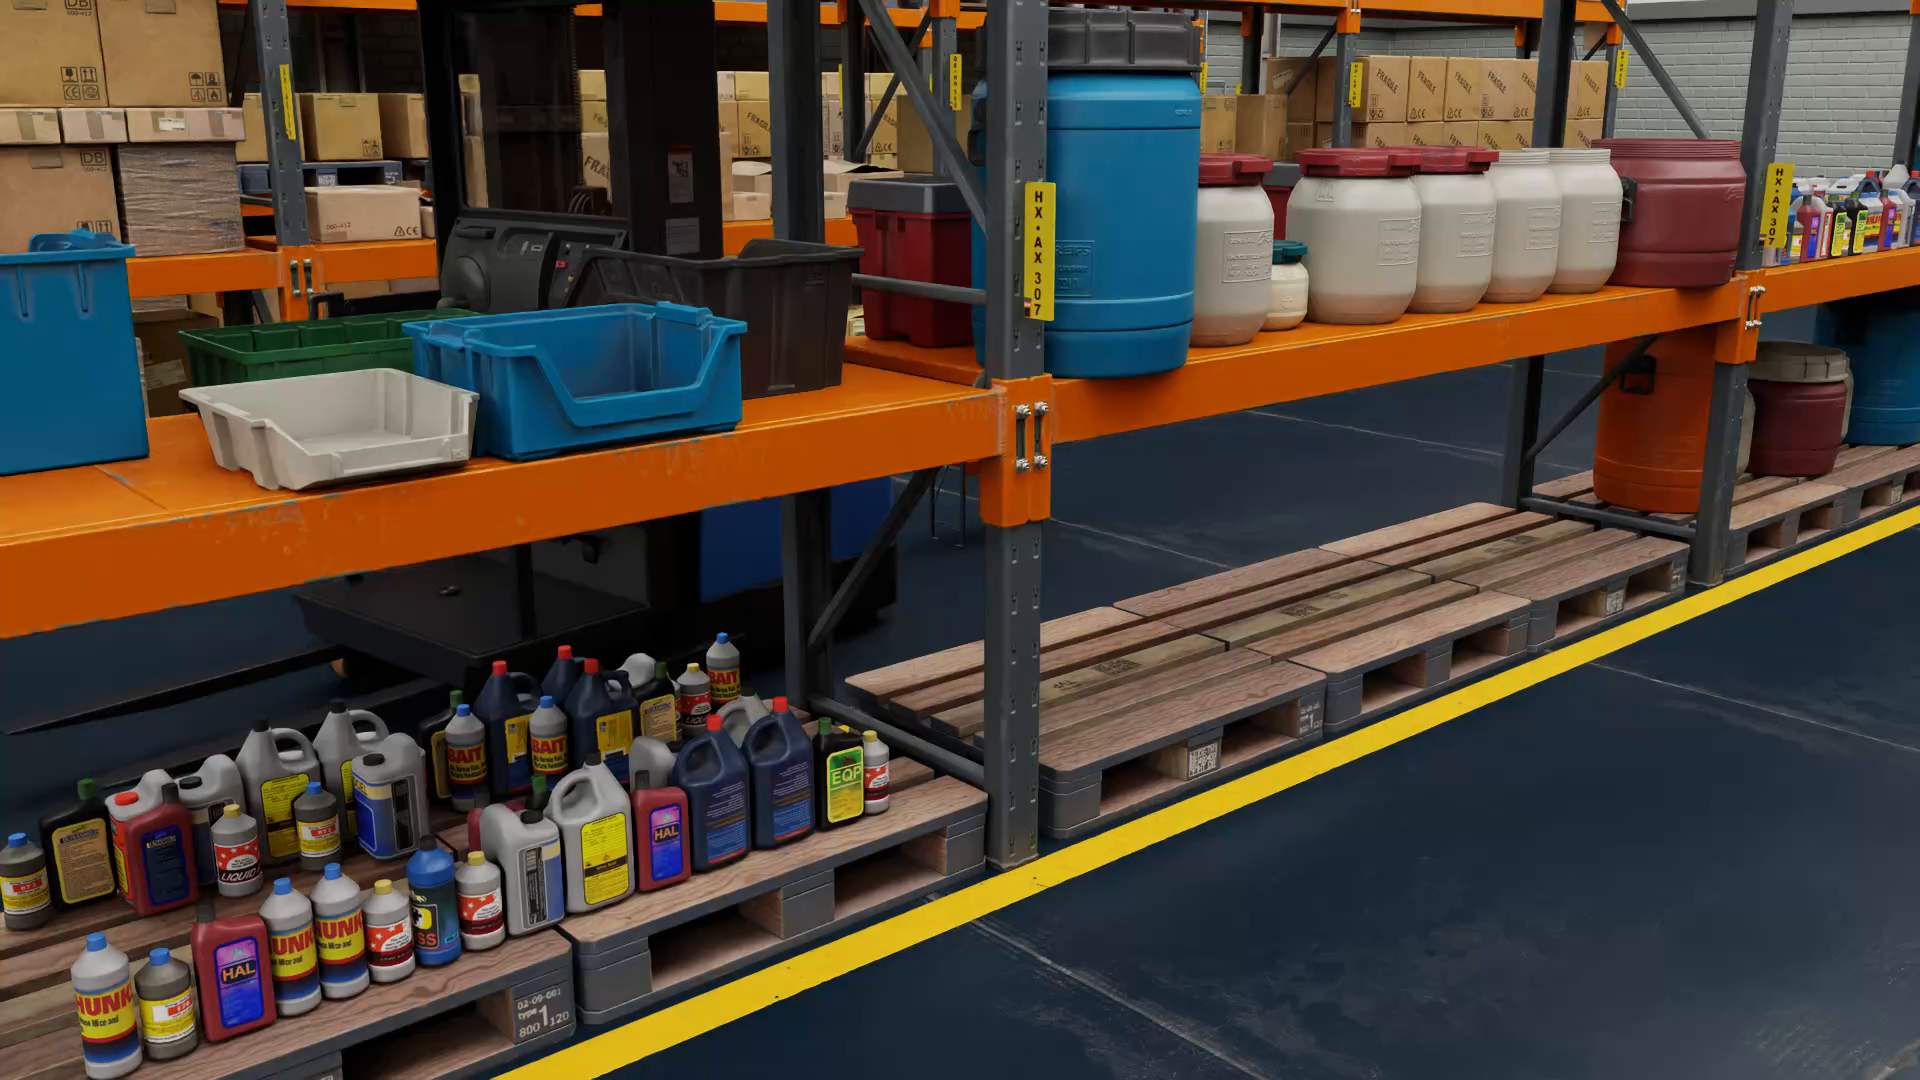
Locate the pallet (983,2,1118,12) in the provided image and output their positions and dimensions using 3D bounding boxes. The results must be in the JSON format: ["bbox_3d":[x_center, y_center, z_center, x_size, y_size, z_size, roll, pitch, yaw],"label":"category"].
[{"bbox_3d":[0.914,-5.702,17.643,1.213,0.211,1.003,-13,19,-39],"label":"pallet"}]

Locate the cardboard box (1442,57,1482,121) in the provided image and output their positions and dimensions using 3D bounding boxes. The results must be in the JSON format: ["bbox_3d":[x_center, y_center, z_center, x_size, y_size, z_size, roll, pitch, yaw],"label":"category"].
[{"bbox_3d":[3.942,-3.721,13.735,0.500,0.500,0.500,-13,20,-41],"label":"cardboard box"}]

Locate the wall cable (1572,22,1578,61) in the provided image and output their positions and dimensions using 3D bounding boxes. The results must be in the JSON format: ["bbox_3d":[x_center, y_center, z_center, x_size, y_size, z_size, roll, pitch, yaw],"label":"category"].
[{"bbox_3d":[6.889,-6.918,22.228,0.112,2.526,3.097,-13,19,-39],"label":"wall cable"}]

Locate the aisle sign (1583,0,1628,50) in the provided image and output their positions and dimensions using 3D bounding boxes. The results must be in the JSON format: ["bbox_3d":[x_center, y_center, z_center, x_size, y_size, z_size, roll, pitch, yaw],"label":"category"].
[{"bbox_3d":[5.895,-4.875,15.152,0.004,0.787,0.394,-13,19,-39],"label":"aisle sign"}]

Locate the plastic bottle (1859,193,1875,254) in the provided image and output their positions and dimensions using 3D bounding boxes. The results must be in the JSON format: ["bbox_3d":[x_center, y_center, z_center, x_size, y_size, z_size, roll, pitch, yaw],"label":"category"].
[{"bbox_3d":[4.124,-1.450,7.614,0.097,0.271,0.097,0,15,0],"label":"plastic bottle"}]

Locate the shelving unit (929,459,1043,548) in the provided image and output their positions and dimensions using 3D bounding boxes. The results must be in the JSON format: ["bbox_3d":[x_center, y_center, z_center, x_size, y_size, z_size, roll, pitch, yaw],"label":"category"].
[{"bbox_3d":[0.125,-0.608,7.700,0.503,1.200,0.258,-13,19,-39],"label":"shelving unit"}]

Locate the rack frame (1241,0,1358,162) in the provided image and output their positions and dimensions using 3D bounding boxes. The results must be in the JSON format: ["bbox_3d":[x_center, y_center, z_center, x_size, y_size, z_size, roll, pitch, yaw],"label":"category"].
[{"bbox_3d":[2.625,-2.990,13.130,0.127,3.000,1.000,-13,19,-39],"label":"rack frame"}]

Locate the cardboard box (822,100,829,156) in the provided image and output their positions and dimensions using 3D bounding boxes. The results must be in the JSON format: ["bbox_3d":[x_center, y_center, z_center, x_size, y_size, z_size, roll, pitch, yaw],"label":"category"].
[{"bbox_3d":[-1.576,-3.856,15.565,0.500,0.500,0.500,-13,19,-39],"label":"cardboard box"}]

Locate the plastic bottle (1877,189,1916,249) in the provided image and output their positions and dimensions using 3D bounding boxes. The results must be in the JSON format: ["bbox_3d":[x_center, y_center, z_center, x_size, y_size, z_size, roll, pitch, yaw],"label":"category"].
[{"bbox_3d":[4.441,-1.533,7.915,0.135,0.276,0.152,-13,19,-39],"label":"plastic bottle"}]

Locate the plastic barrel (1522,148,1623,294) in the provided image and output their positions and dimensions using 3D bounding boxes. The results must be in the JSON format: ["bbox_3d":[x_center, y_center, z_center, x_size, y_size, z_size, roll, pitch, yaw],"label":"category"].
[{"bbox_3d":[2.220,-1.185,6.158,0.421,0.512,0.421,0,15,0],"label":"plastic barrel"}]

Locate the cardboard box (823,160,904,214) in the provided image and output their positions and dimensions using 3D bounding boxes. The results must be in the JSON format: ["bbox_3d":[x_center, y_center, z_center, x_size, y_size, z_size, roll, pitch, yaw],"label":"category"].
[{"bbox_3d":[-0.696,-2.216,10.406,0.500,0.311,0.500,-11,19,-36],"label":"cardboard box"}]

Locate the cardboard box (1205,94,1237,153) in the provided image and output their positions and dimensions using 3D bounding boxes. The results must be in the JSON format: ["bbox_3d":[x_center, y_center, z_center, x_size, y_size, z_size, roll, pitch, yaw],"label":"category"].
[{"bbox_3d":[1.643,-3.075,12.443,0.500,0.500,0.700,-9,17,-31],"label":"cardboard box"}]

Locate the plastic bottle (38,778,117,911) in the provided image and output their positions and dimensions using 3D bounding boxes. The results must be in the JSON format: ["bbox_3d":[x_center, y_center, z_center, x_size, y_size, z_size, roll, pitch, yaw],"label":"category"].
[{"bbox_3d":[-2.005,0.688,3.773,0.133,0.283,0.061,-12,19,-38],"label":"plastic bottle"}]

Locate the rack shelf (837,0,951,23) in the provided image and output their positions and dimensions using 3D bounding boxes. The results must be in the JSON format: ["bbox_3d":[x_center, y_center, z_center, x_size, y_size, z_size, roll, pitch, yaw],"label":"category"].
[{"bbox_3d":[-1.902,-3.075,9.031,4.000,0.370,1.077,-13,19,-39],"label":"rack shelf"}]

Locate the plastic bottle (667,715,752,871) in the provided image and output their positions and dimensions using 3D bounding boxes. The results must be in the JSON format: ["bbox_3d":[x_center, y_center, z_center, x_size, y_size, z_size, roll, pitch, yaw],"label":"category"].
[{"bbox_3d":[-0.603,0.595,3.989,0.185,0.351,0.144,-14,20,-42],"label":"plastic bottle"}]

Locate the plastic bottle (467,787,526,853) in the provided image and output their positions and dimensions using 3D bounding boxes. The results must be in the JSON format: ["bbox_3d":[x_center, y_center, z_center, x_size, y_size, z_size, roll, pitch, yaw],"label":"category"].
[{"bbox_3d":[-1.042,0.689,3.770,0.133,0.283,0.061,-13,19,-39],"label":"plastic bottle"}]

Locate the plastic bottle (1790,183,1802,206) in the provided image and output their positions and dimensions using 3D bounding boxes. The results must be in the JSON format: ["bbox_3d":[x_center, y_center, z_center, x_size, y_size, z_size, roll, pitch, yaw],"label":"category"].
[{"bbox_3d":[4.243,-1.687,8.502,0.097,0.271,0.097,0,15,0],"label":"plastic bottle"}]

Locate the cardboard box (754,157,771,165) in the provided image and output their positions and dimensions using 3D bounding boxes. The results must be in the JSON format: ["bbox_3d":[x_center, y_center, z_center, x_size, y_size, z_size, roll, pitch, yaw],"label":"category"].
[{"bbox_3d":[-1.894,-3.480,15.413,0.250,0.149,0.380,-12,19,-38],"label":"cardboard box"}]

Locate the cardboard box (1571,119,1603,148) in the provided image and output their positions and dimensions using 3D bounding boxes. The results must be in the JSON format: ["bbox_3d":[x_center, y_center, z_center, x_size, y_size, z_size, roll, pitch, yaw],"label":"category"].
[{"bbox_3d":[5.483,-3.587,15.172,0.500,0.500,0.500,-12,19,-38],"label":"cardboard box"}]

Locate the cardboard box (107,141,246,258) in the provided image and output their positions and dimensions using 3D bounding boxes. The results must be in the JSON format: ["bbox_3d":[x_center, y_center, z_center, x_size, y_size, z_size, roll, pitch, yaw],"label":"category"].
[{"bbox_3d":[-3.741,-1.606,7.758,0.500,0.500,0.700,-13,20,-41],"label":"cardboard box"}]

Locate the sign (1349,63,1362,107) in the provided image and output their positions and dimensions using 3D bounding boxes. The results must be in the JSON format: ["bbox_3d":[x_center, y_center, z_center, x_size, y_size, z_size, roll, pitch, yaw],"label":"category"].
[{"bbox_3d":[2.992,-3.442,12.579,0.005,0.325,0.100,-13,19,-39],"label":"sign"}]

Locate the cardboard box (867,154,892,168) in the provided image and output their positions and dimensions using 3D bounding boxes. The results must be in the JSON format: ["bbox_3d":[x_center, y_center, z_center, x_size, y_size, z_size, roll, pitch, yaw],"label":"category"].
[{"bbox_3d":[-0.874,-3.682,16.170,0.250,0.149,0.380,-12,19,-38],"label":"cardboard box"}]

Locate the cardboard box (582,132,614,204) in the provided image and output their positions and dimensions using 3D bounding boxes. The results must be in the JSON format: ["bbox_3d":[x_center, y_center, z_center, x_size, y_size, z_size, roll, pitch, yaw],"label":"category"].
[{"bbox_3d":[-2.045,-1.984,9.171,0.500,0.500,0.500,-13,19,-39],"label":"cardboard box"}]

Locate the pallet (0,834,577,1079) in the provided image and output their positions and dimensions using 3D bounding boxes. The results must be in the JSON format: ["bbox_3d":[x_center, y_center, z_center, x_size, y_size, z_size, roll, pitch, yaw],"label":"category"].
[{"bbox_3d":[-1.616,0.991,3.631,1.213,0.211,1.003,-13,19,-39],"label":"pallet"}]

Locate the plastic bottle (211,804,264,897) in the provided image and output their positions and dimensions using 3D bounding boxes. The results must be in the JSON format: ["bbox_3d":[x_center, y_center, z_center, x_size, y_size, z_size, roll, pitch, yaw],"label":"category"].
[{"bbox_3d":[-1.673,0.711,3.845,0.097,0.201,0.097,0,15,0],"label":"plastic bottle"}]

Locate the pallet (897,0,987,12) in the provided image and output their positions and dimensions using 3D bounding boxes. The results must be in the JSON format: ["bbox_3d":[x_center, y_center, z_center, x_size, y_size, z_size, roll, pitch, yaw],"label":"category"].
[{"bbox_3d":[-0.006,-5.496,16.874,1.213,0.211,1.003,-13,19,-39],"label":"pallet"}]

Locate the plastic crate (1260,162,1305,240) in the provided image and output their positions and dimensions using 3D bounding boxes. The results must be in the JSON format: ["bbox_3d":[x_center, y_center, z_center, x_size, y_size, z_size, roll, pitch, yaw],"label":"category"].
[{"bbox_3d":[1.436,-1.164,6.171,0.583,0.464,0.402,-13,19,-39],"label":"plastic crate"}]

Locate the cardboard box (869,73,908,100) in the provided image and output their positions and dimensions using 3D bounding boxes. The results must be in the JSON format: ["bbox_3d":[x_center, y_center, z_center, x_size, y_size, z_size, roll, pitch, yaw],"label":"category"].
[{"bbox_3d":[-0.814,-4.389,16.105,0.500,0.250,0.500,-12,19,-38],"label":"cardboard box"}]

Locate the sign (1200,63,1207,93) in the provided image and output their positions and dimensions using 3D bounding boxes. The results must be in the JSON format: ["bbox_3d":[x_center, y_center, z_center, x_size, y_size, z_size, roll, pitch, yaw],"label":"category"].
[{"bbox_3d":[2.733,-5.197,18.691,0.005,0.325,0.100,-13,19,-39],"label":"sign"}]

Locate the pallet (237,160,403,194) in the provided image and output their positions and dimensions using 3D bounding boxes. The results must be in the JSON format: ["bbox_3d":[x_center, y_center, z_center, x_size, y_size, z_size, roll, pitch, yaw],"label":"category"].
[{"bbox_3d":[-5.114,-2.840,12.941,1.213,0.211,1.003,-13,19,-39],"label":"pallet"}]

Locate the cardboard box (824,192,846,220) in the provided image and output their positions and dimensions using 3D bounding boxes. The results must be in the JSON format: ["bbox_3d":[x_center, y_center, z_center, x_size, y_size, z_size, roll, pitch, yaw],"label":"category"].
[{"bbox_3d":[-0.890,-1.985,9.854,0.250,0.149,0.380,-13,19,-39],"label":"cardboard box"}]

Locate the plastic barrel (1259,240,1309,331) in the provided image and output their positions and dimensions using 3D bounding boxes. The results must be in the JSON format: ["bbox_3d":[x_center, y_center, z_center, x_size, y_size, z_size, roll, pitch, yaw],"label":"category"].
[{"bbox_3d":[0.937,-0.797,5.189,0.301,0.262,0.301,0,15,0],"label":"plastic barrel"}]

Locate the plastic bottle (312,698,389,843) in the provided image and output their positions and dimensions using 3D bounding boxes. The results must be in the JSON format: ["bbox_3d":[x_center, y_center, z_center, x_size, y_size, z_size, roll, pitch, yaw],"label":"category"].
[{"bbox_3d":[-1.506,0.558,4.130,0.185,0.351,0.144,-13,20,-40],"label":"plastic bottle"}]

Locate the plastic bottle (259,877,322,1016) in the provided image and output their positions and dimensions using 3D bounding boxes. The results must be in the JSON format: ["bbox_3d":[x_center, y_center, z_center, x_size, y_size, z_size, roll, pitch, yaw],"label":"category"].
[{"bbox_3d":[-1.348,0.809,3.343,0.097,0.271,0.097,0,15,0],"label":"plastic bottle"}]

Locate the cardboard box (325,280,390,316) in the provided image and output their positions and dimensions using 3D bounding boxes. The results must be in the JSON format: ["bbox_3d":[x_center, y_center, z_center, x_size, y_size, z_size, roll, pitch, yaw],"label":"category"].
[{"bbox_3d":[-4.978,-1.994,13.395,0.500,0.500,0.700,-13,20,-40],"label":"cardboard box"}]

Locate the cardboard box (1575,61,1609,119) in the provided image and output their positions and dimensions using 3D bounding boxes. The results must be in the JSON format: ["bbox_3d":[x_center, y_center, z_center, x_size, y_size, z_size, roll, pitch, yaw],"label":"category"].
[{"bbox_3d":[5.487,-4.070,15.042,0.500,0.500,0.500,-13,20,-40],"label":"cardboard box"}]

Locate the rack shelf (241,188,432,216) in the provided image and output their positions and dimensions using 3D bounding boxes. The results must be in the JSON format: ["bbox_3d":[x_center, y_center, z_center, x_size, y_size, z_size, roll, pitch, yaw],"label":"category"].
[{"bbox_3d":[-5.156,-2.589,13.026,4.000,0.370,1.077,-13,19,-39],"label":"rack shelf"}]

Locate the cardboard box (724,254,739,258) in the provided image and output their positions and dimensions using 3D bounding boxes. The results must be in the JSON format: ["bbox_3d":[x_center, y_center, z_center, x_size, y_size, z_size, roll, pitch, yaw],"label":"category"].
[{"bbox_3d":[-2.342,-2.686,15.346,0.750,0.750,0.750,-13,20,-40],"label":"cardboard box"}]

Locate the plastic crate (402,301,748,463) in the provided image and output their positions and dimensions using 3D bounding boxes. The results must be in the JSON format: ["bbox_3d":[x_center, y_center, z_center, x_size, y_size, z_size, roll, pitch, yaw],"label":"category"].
[{"bbox_3d":[-0.818,-0.357,3.563,0.616,0.251,0.499,-13,19,-39],"label":"plastic crate"}]

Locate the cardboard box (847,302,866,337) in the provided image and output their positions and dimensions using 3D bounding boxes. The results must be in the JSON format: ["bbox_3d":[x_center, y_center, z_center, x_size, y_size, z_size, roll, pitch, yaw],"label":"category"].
[{"bbox_3d":[-0.626,-1.321,10.310,0.500,0.311,0.500,-12,19,-38],"label":"cardboard box"}]

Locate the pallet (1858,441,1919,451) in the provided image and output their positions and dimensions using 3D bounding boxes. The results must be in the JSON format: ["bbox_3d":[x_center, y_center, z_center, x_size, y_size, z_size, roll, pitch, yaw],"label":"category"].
[{"bbox_3d":[5.264,-0.555,9.419,1.213,0.211,1.003,-13,19,-39],"label":"pallet"}]

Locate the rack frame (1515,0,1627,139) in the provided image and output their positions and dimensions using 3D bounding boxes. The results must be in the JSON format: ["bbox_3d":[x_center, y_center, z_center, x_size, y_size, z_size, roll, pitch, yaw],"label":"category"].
[{"bbox_3d":[5.642,-3.667,15.667,0.127,3.000,1.000,-13,19,-39],"label":"rack frame"}]

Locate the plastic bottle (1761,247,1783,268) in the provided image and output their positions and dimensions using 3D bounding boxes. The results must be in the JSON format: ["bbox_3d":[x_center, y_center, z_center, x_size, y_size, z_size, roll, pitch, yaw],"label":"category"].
[{"bbox_3d":[3.394,-1.298,7.036,0.135,0.276,0.152,-13,19,-39],"label":"plastic bottle"}]

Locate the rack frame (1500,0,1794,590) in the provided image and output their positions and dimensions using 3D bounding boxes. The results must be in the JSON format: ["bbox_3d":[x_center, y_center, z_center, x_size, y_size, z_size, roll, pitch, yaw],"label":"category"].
[{"bbox_3d":[2.856,-1.347,6.981,0.127,3.000,1.000,-13,19,-39],"label":"rack frame"}]

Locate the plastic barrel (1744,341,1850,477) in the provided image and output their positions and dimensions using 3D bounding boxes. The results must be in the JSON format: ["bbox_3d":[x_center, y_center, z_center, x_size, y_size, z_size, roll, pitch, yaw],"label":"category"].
[{"bbox_3d":[4.066,-0.662,8.277,0.708,0.588,0.600,-13,19,-39],"label":"plastic barrel"}]

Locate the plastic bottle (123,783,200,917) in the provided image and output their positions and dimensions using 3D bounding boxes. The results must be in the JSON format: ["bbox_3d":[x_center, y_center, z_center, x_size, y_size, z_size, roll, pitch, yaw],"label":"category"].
[{"bbox_3d":[-1.803,0.695,3.748,0.133,0.283,0.061,-13,19,-39],"label":"plastic bottle"}]

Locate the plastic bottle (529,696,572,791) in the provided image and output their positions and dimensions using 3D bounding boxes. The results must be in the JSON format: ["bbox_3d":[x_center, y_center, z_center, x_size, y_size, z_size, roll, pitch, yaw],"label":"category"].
[{"bbox_3d":[-1.073,0.540,4.350,0.097,0.271,0.097,0,15,0],"label":"plastic bottle"}]

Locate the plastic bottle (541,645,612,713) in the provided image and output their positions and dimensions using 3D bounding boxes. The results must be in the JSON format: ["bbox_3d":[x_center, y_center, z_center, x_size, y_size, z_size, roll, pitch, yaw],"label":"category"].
[{"bbox_3d":[-1.043,0.454,4.520,0.185,0.351,0.144,-12,19,-38],"label":"plastic bottle"}]

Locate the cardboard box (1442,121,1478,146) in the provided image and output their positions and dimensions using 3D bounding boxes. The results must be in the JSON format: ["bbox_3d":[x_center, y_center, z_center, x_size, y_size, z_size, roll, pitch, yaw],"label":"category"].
[{"bbox_3d":[3.951,-3.243,13.885,0.500,0.500,0.500,-13,20,-40],"label":"cardboard box"}]

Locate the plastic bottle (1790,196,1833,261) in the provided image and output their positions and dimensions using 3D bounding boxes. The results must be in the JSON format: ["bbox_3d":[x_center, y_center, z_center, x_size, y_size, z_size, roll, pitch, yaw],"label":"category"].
[{"bbox_3d":[3.743,-1.376,7.329,0.135,0.276,0.152,-13,19,-39],"label":"plastic bottle"}]

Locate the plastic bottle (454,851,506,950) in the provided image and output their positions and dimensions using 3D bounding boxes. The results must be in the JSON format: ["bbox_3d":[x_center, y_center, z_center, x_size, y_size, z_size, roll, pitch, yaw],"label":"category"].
[{"bbox_3d":[-1.043,0.774,3.608,0.097,0.201,0.097,0,15,0],"label":"plastic bottle"}]

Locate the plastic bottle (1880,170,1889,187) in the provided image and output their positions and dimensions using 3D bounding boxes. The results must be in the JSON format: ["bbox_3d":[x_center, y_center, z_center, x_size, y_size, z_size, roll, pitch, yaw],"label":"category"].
[{"bbox_3d":[5.317,-1.989,9.611,0.133,0.283,0.061,-13,19,-39],"label":"plastic bottle"}]

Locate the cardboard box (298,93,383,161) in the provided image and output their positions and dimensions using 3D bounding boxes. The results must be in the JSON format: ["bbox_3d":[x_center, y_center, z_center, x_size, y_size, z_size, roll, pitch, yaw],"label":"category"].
[{"bbox_3d":[-4.921,-3.240,13.020,0.500,0.500,0.700,-13,19,-39],"label":"cardboard box"}]

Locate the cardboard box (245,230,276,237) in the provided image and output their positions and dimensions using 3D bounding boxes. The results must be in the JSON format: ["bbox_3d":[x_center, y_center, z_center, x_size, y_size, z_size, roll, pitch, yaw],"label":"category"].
[{"bbox_3d":[-5.401,-2.257,12.927,0.500,0.250,0.500,-13,20,-41],"label":"cardboard box"}]

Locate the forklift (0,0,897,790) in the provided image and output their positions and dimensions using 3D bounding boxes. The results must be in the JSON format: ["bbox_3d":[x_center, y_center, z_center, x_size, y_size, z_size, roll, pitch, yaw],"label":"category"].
[{"bbox_3d":[-1.573,-0.897,5.430,1.130,2.935,3.031,12,19,38],"label":"forklift"}]

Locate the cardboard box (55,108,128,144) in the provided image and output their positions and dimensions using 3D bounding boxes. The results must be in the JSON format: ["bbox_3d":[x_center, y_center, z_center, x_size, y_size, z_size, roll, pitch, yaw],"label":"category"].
[{"bbox_3d":[-3.859,-1.822,7.308,0.250,0.149,0.380,-13,20,-41],"label":"cardboard box"}]

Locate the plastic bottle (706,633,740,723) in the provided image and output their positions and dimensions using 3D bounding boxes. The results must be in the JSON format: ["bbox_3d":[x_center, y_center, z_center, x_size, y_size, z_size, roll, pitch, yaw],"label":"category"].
[{"bbox_3d":[-0.690,0.405,4.857,0.097,0.271,0.097,0,15,0],"label":"plastic bottle"}]

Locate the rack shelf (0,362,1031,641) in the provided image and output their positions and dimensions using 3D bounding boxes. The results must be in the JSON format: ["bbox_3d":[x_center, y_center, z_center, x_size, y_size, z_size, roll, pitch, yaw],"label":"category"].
[{"bbox_3d":[-1.670,0.017,3.268,4.000,0.370,1.077,-13,19,-39],"label":"rack shelf"}]
